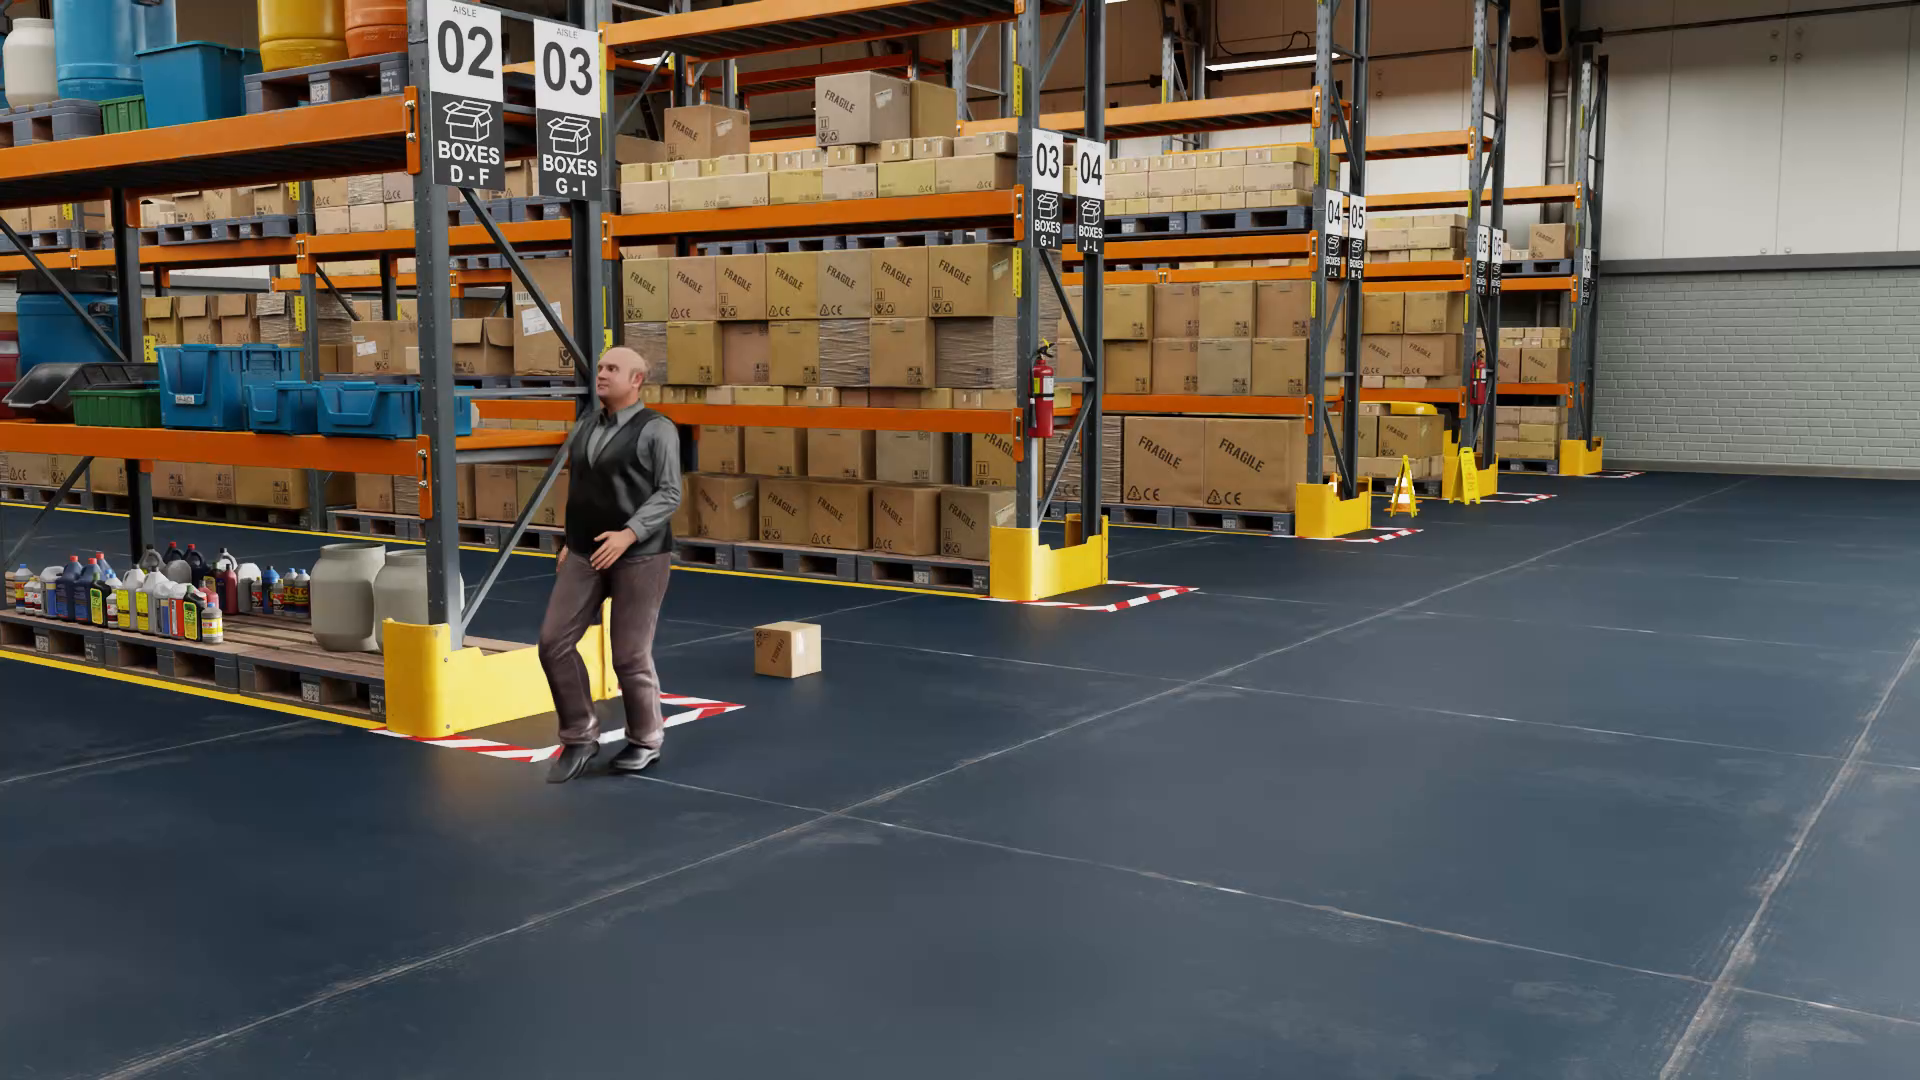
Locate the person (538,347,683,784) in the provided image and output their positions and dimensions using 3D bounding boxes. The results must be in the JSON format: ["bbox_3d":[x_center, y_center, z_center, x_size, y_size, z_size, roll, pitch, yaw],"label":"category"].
[{"bbox_3d":[-1.400,0.104,6.622,0.618,1.735,0.533,3,7,25],"label":"person"}]
